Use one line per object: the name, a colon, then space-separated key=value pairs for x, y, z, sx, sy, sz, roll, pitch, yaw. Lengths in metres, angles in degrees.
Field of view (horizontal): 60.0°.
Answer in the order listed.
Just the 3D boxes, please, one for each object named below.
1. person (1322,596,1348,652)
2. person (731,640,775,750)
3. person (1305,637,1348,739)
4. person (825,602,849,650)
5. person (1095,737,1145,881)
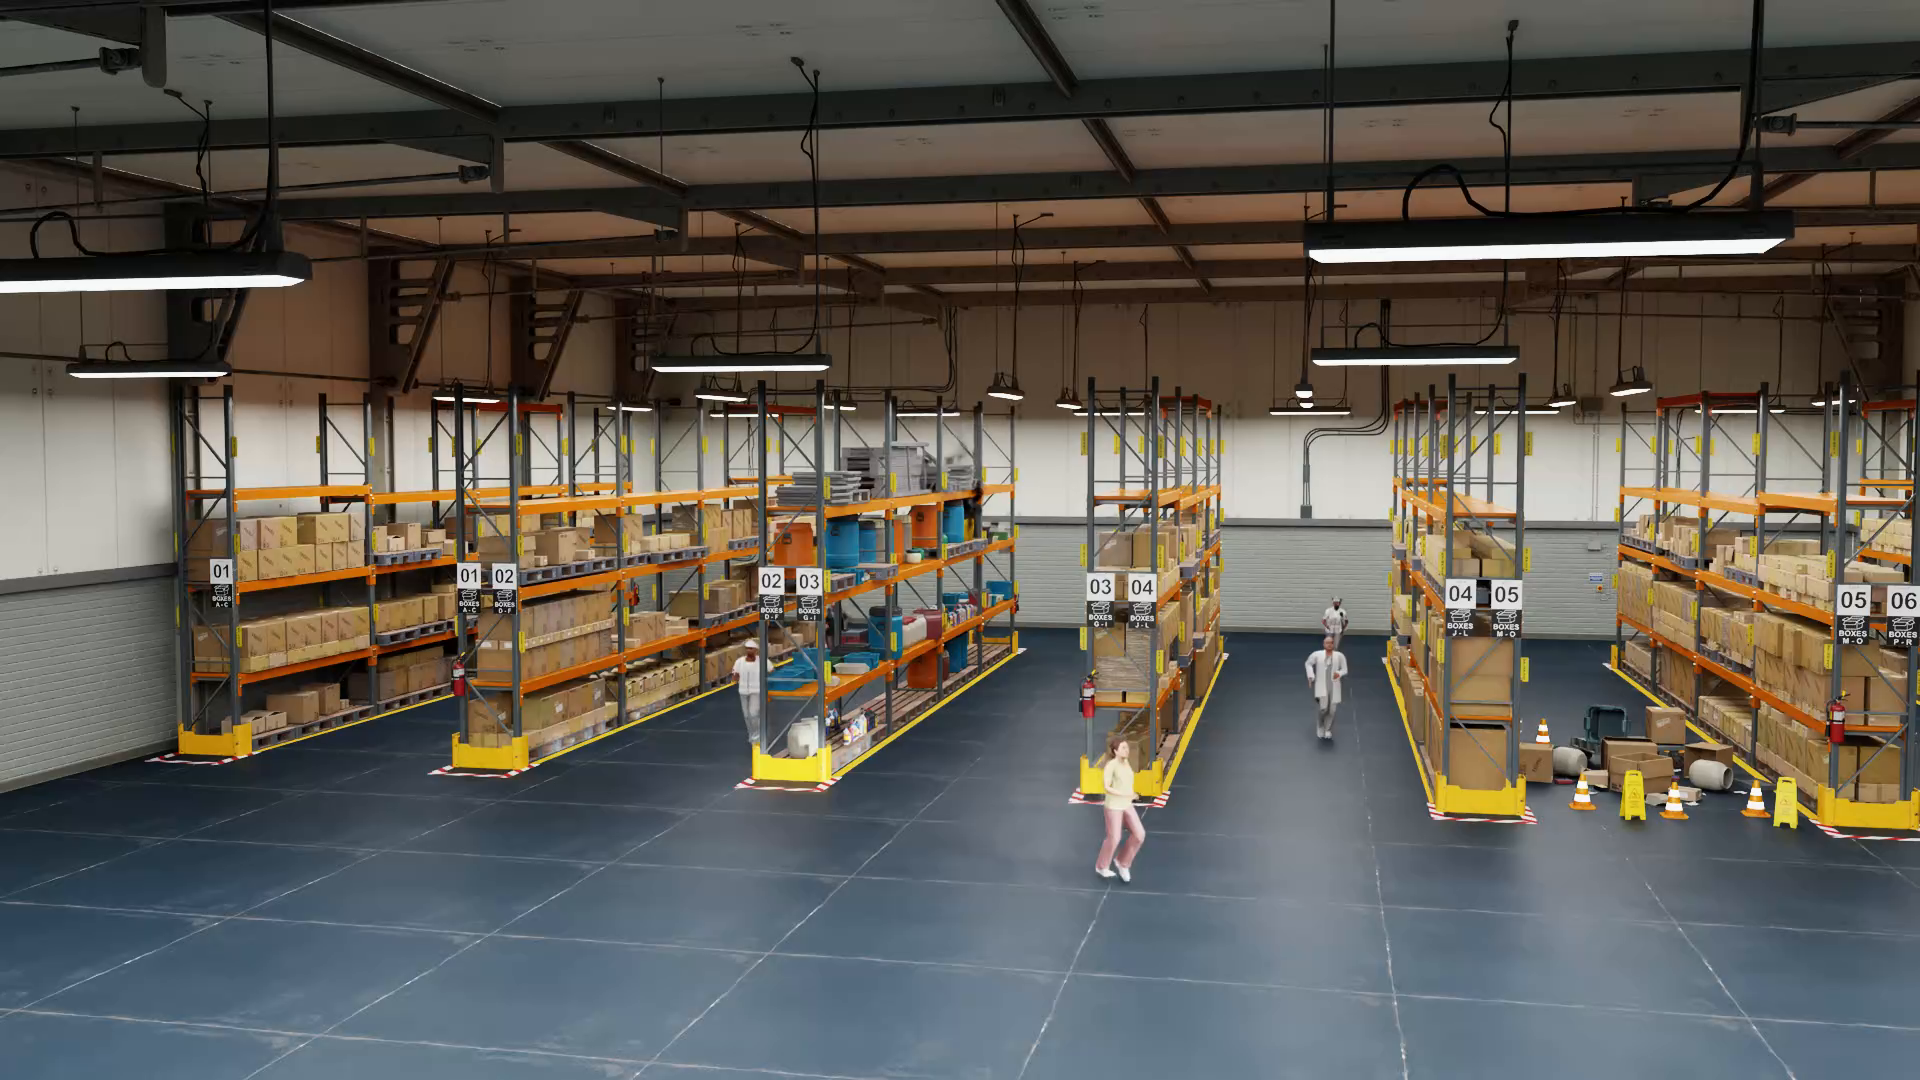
person: x=8.445 y=2.089 z=37.438 sx=0.581 sy=1.675 sz=0.688 roll=1 pitch=3 yaw=13
person: x=-3.481 y=2.576 z=27.681 sx=0.673 sy=1.811 sz=0.706 roll=1 pitch=3 yaw=12
person: x=6.276 y=2.528 z=28.384 sx=0.685 sy=1.747 sz=0.709 roll=0 pitch=3 yaw=3
person: x=-2.771 y=2.123 z=36.444 sx=0.650 sy=1.756 sz=0.719 roll=0 pitch=3 yaw=1
person: x=1.850 y=3.108 z=19.161 sx=0.594 sy=1.688 sz=0.664 roll=-3 pitch=4 yaw=-44
